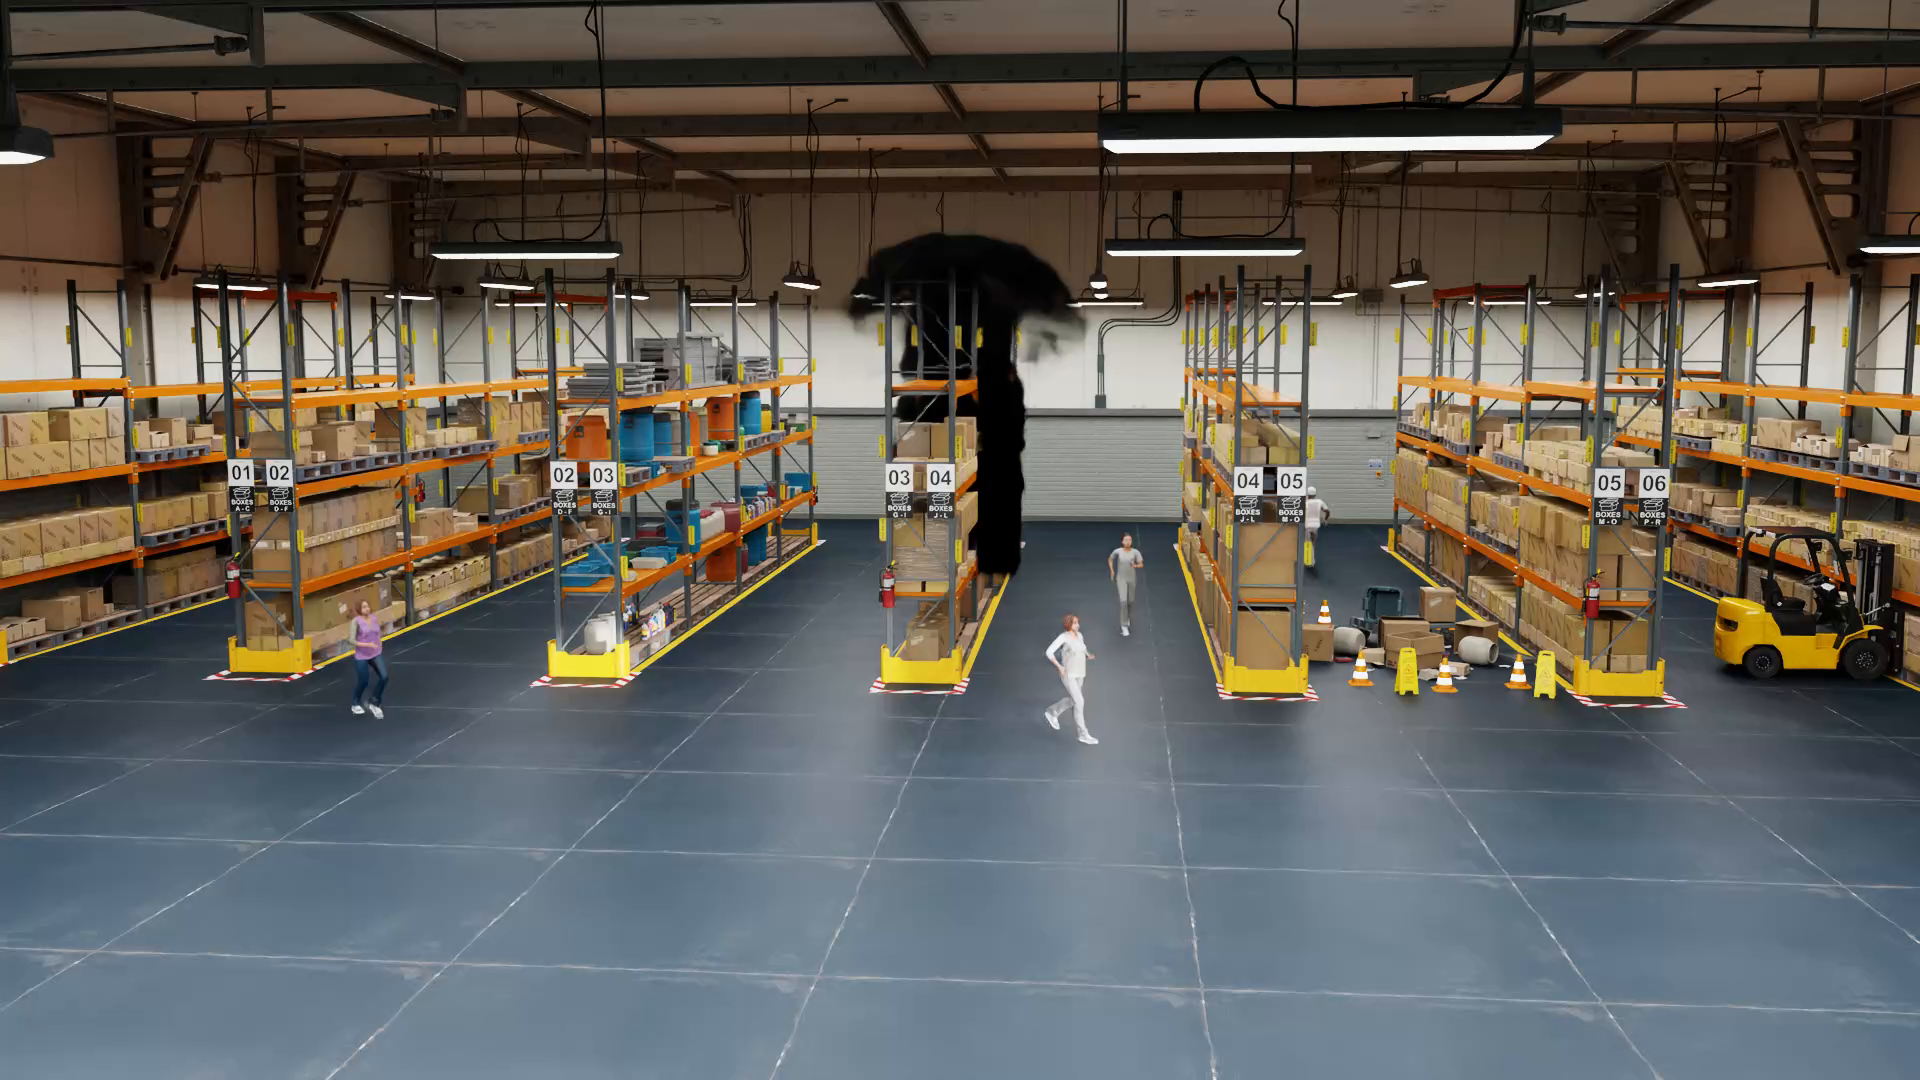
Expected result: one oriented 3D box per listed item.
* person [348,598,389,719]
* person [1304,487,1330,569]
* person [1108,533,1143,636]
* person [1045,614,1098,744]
[{"bbox_3d":[-7.817,1.563,21.938,0.665,1.605,0.543,6,9,39],"label":"person"},{"bbox_3d":[7.547,-0.258,35.809,0.676,1.790,0.964,-1,7,-8],"label":"person"},{"bbox_3d":[2.830,0.724,28.277,0.552,1.692,0.872,-1,7,-6],"label":"person"},{"bbox_3d":[1.372,1.696,20.661,0.886,1.578,0.541,6,9,41],"label":"person"}]
